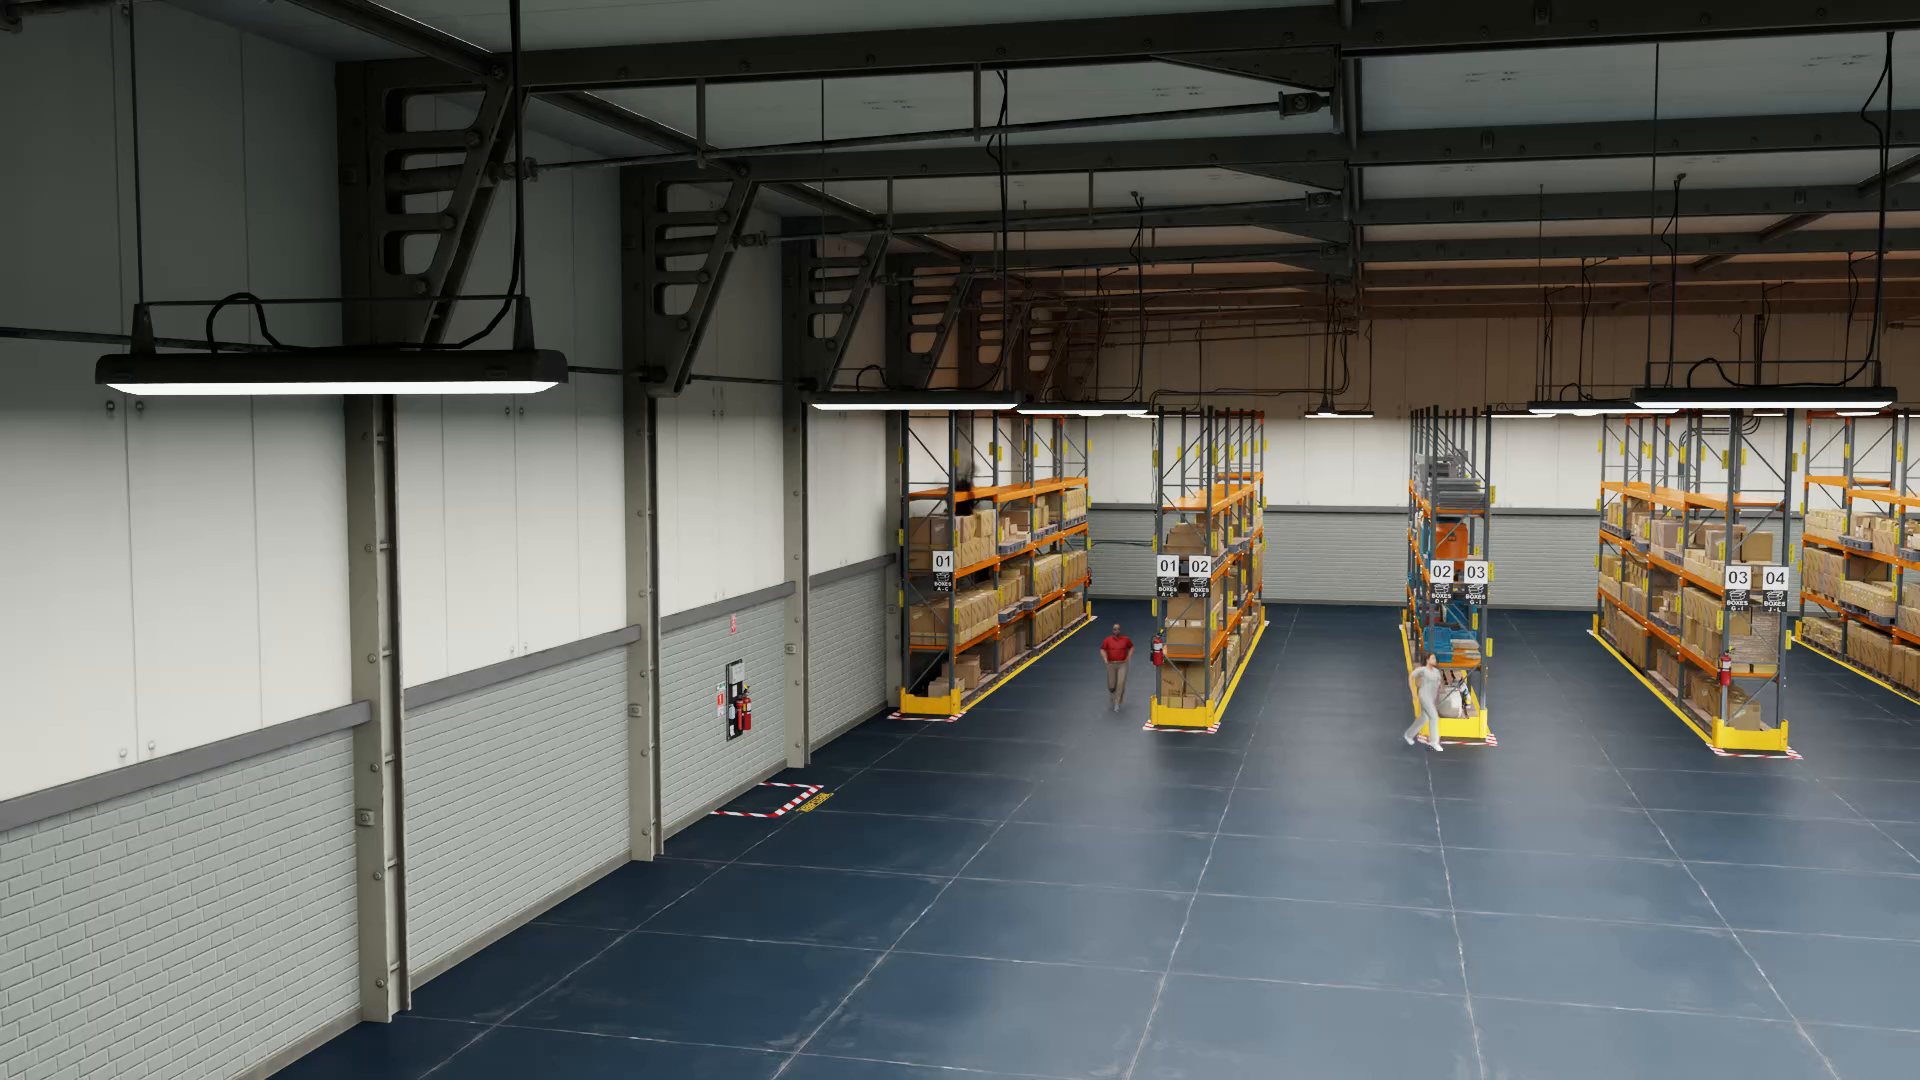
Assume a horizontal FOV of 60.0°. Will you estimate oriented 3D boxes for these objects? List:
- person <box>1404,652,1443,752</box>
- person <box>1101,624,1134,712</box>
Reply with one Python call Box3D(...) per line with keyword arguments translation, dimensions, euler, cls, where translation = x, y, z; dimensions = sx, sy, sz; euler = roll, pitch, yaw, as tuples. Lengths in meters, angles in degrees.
Box3D(translation=(8.213, 2.796, 29.077), dimensions=(0.575, 1.664, 0.865), euler=(-3, 5, -36), cls="person")
Box3D(translation=(3.125, 2.519, 33.050), dimensions=(0.663, 1.717, 0.792), euler=(0, 4, 6), cls="person")
